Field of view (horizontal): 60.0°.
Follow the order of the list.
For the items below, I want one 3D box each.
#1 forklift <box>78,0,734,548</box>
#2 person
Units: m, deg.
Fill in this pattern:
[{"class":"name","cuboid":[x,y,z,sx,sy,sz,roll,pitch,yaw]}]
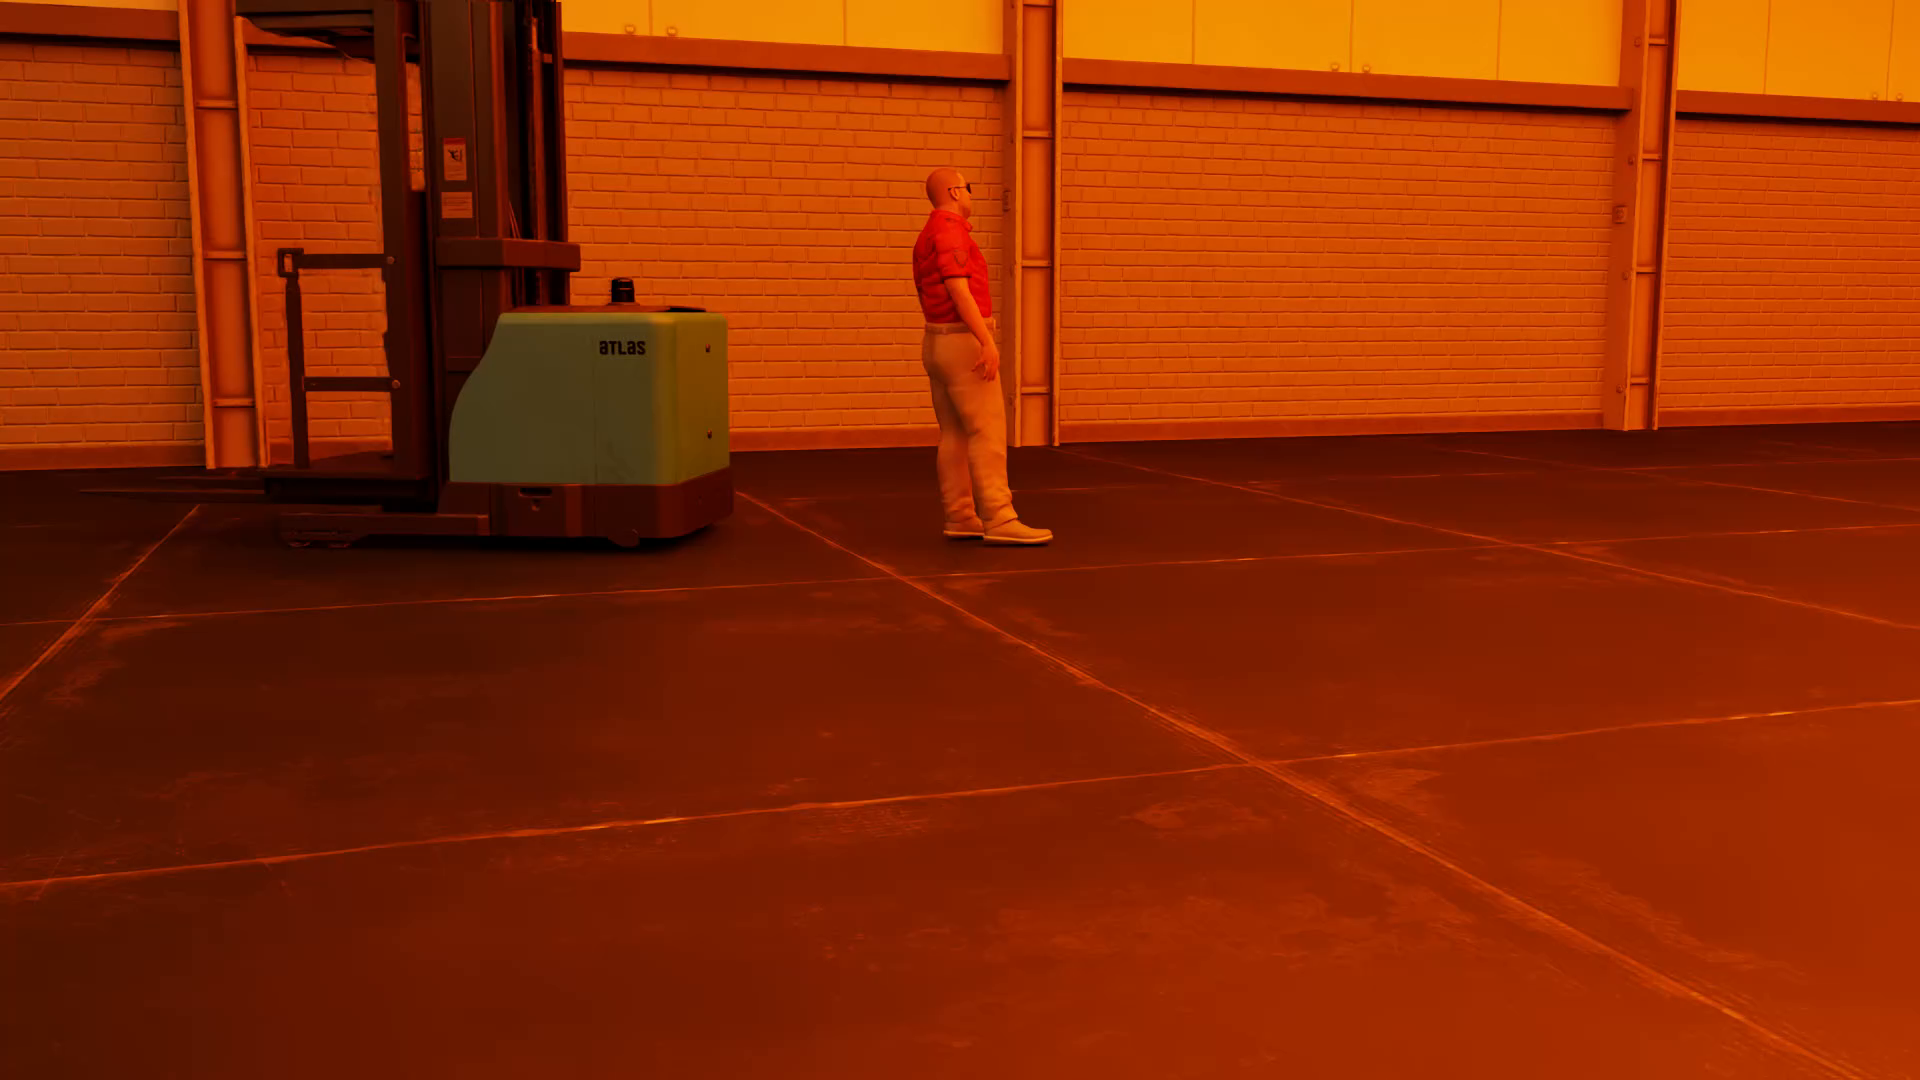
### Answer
[{"class":"forklift","cuboid":[-2.697,-1.483,7.951,3.031,2.935,1.130,1,8,7]},{"class":"person","cuboid":[0.089,-0.867,7.824,0.550,1.727,0.641,-3,8,-18]}]
